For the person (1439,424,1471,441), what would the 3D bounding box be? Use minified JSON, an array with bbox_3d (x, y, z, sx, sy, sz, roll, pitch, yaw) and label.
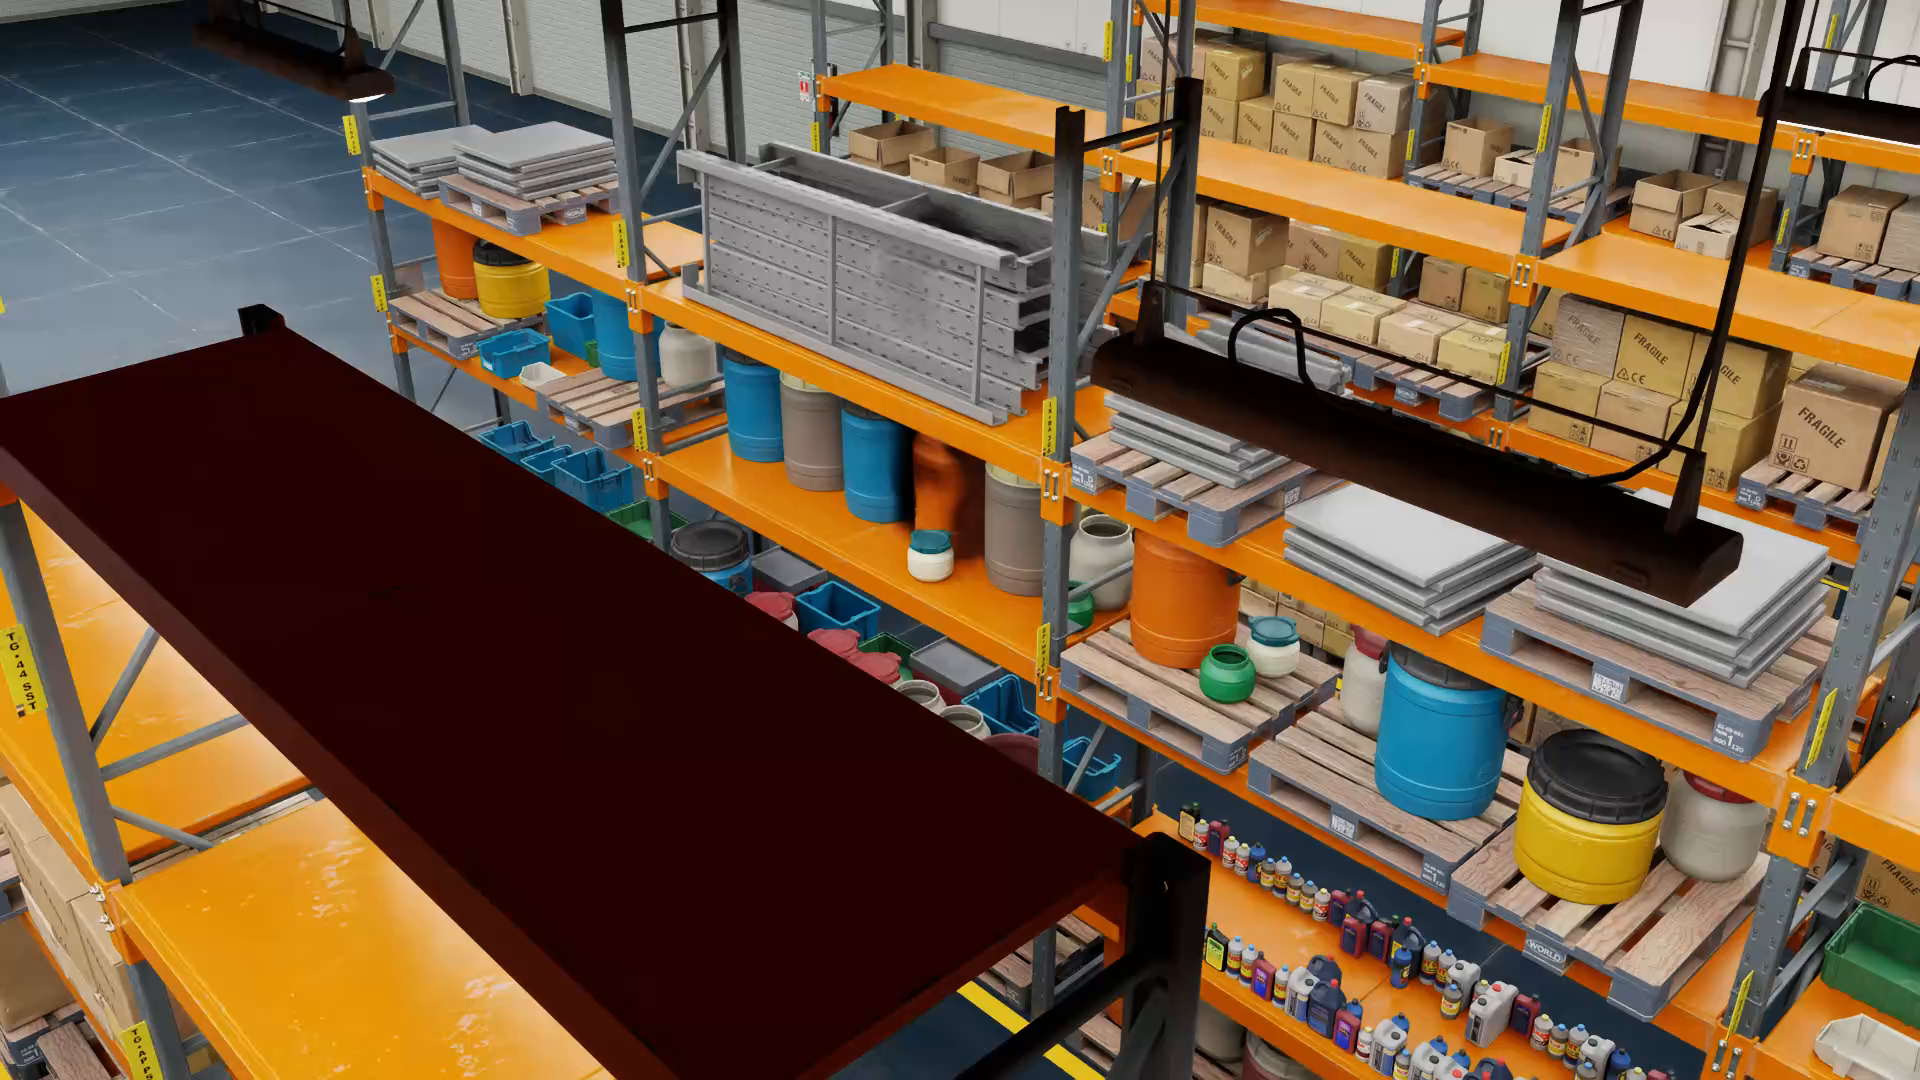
[{"bbox_3d":[5.076,-0.772,16.637,0.773,1.577,0.578,9,30,17],"label":"person"}]
